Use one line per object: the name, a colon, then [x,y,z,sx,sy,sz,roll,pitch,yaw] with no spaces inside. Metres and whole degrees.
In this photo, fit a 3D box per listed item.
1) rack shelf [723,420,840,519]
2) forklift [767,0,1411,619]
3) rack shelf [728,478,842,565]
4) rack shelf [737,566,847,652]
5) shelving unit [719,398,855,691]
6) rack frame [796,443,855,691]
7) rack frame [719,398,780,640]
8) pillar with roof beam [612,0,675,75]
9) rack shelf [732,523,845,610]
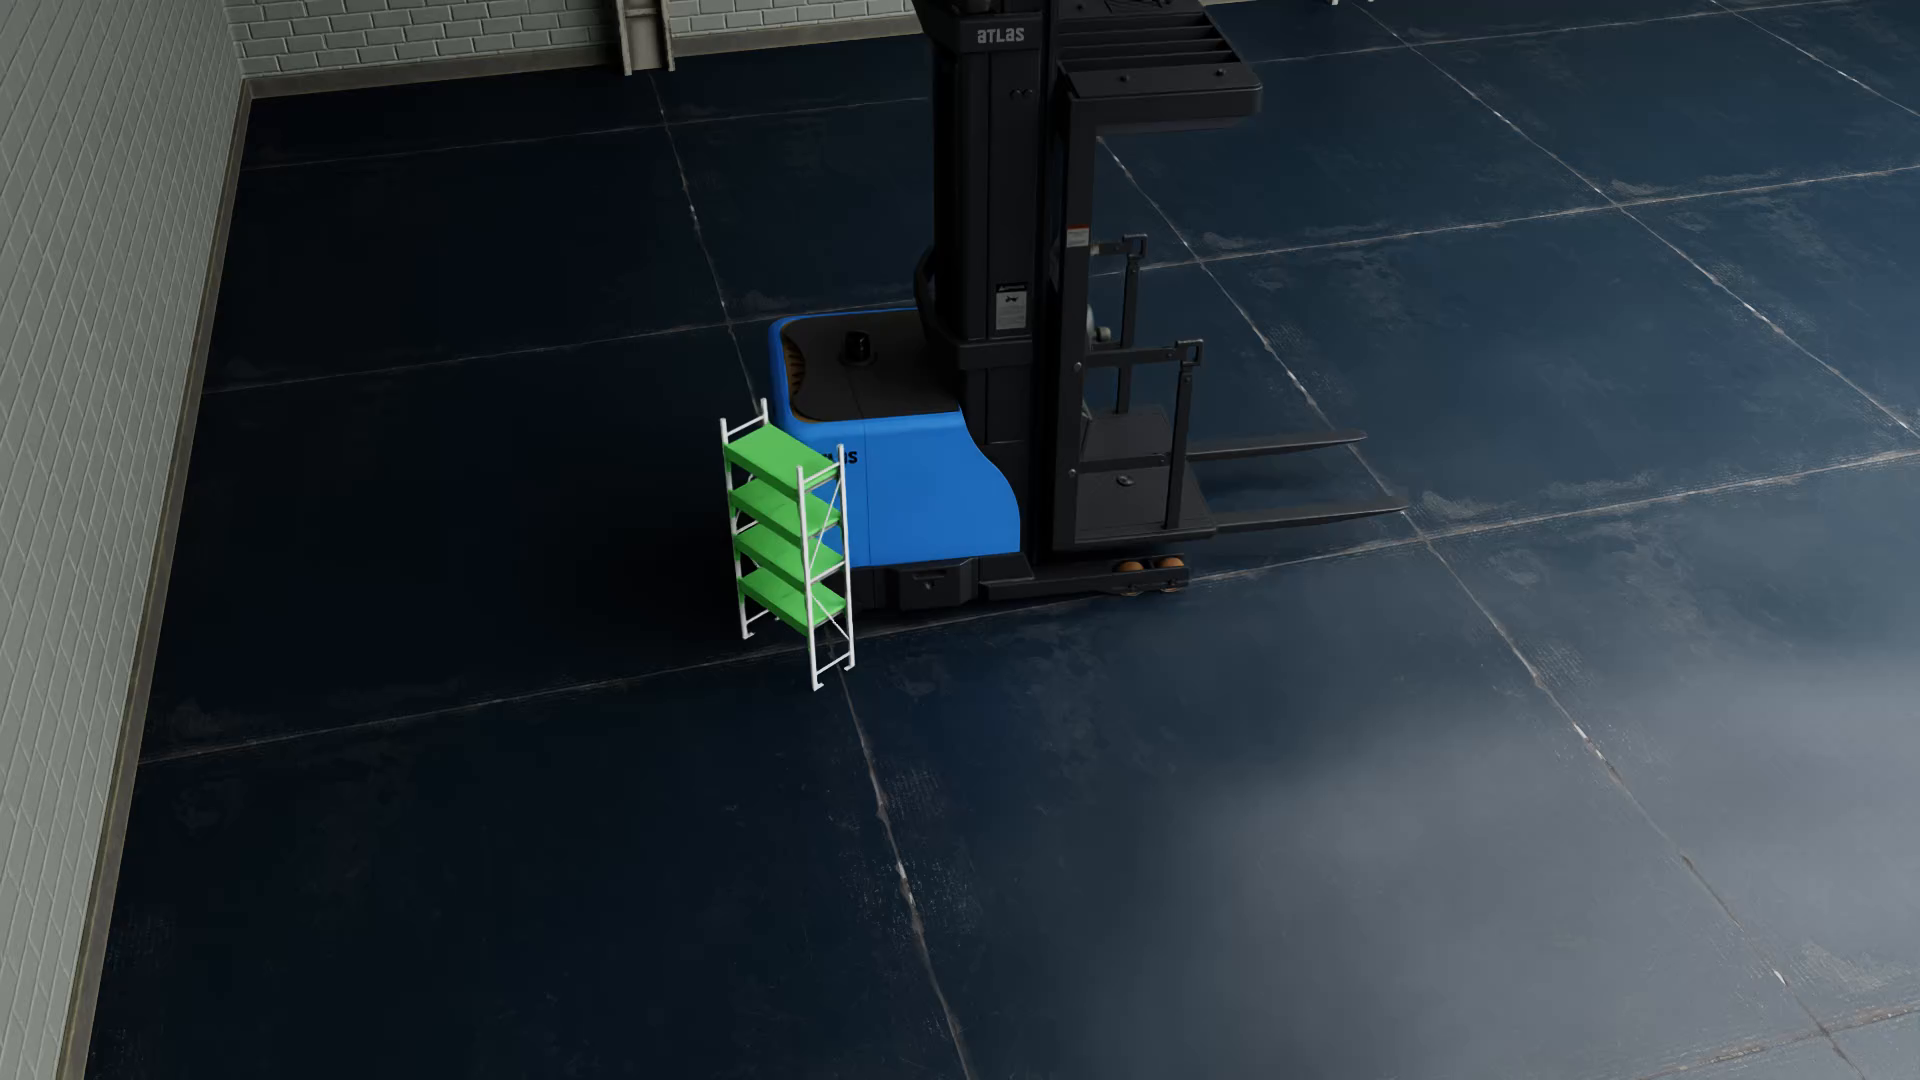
rack shelf: [-0.737,-0.298,6.947,0.258,0.148,0.480,-31,47,-34]
forklift: [0.644,-1.210,7.399,3.031,2.935,1.130,-5,38,-7]
rack shelf: [-0.737,-0.108,7.093,0.258,0.148,0.480,-31,47,-34]
rack shelf: [-0.738,0.274,7.384,0.258,0.148,0.480,-31,47,-34]
shelving unit: [-0.737,0.032,7.200,0.258,1.200,0.503,-31,47,-34]
rack frame: [-0.565,0.137,7.062,0.240,1.200,0.015,-31,47,-34]
rack frame: [-0.910,-0.073,7.337,0.240,1.200,0.015,-31,47,-34]
pillar with roof beam: [-1.343,-4.792,7.087,0.400,9.000,9.100,-9,38,-12]
rack shelf: [-0.737,0.083,7.238,0.258,0.148,0.480,-31,47,-34]
